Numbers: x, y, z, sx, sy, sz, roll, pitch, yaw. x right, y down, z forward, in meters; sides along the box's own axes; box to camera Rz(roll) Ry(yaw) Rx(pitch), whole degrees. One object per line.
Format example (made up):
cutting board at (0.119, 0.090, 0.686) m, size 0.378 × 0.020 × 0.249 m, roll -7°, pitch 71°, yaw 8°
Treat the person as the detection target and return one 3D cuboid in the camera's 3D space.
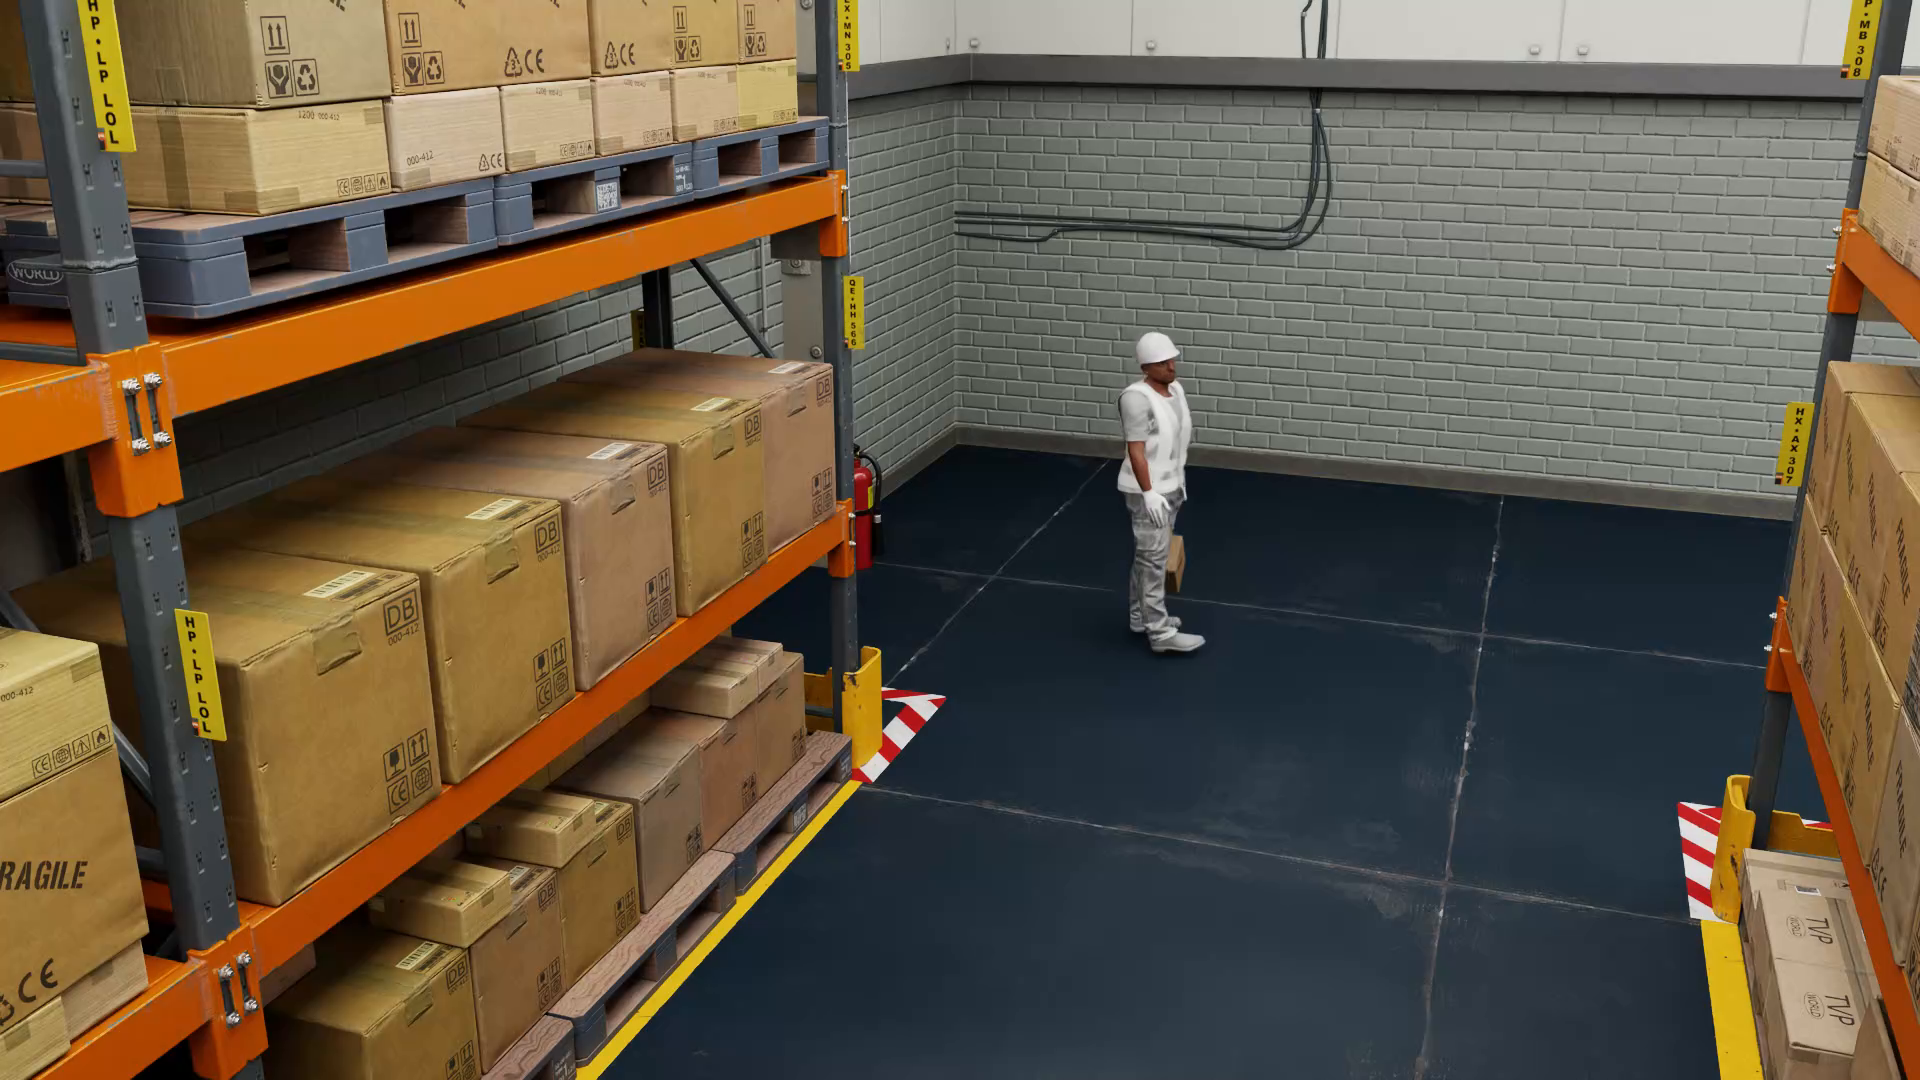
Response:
person at (1.168, -0.266, 9.243) m, size 0.543 × 1.787 × 0.593 m, roll 10°, pitch 21°, yaw 27°
